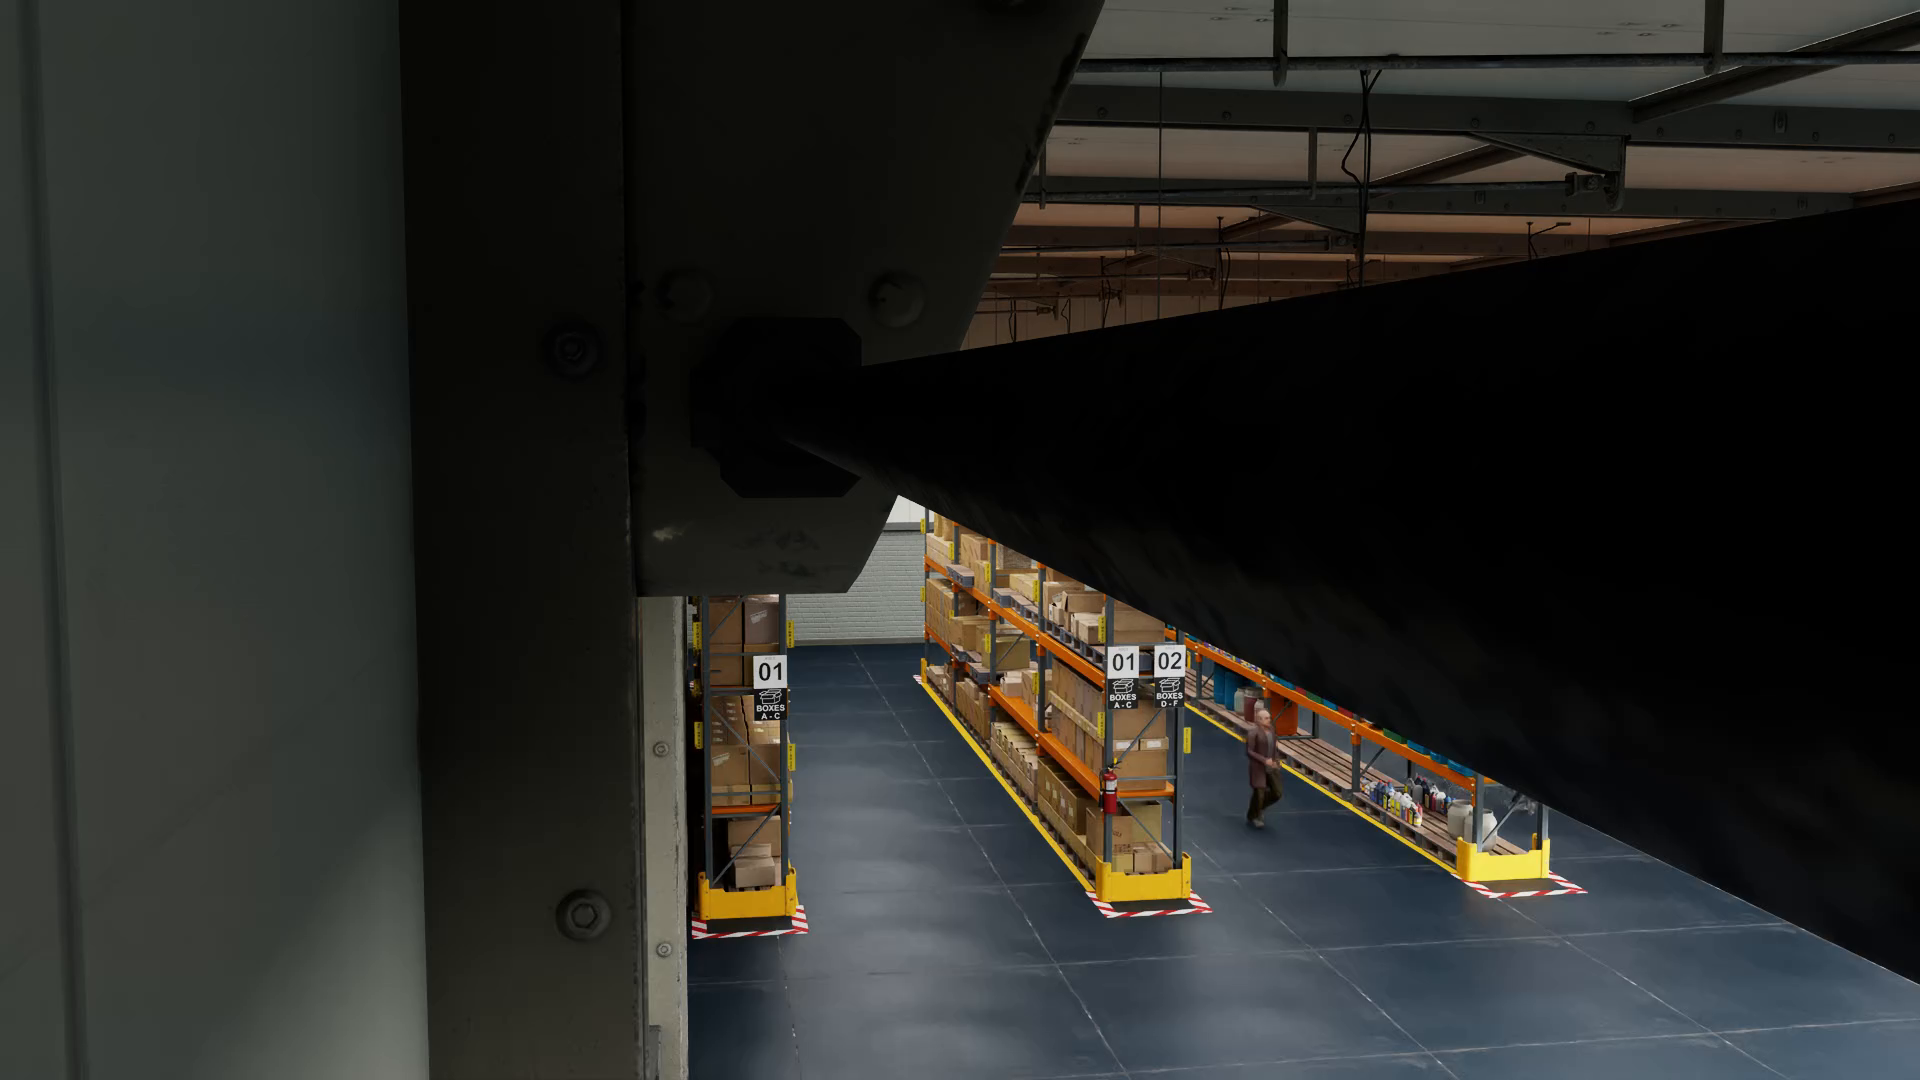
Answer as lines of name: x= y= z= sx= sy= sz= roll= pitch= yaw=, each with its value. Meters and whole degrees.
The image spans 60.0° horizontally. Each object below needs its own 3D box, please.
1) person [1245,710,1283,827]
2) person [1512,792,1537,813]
person: x=4.442 y=3.334 z=24.205 sx=0.690 sy=1.733 sz=0.714 roll=-3 pitch=6 yaw=-32
person: x=8.626 y=3.367 z=24.931 sx=0.526 sy=1.494 sz=0.819 roll=-3 pitch=6 yaw=-31
